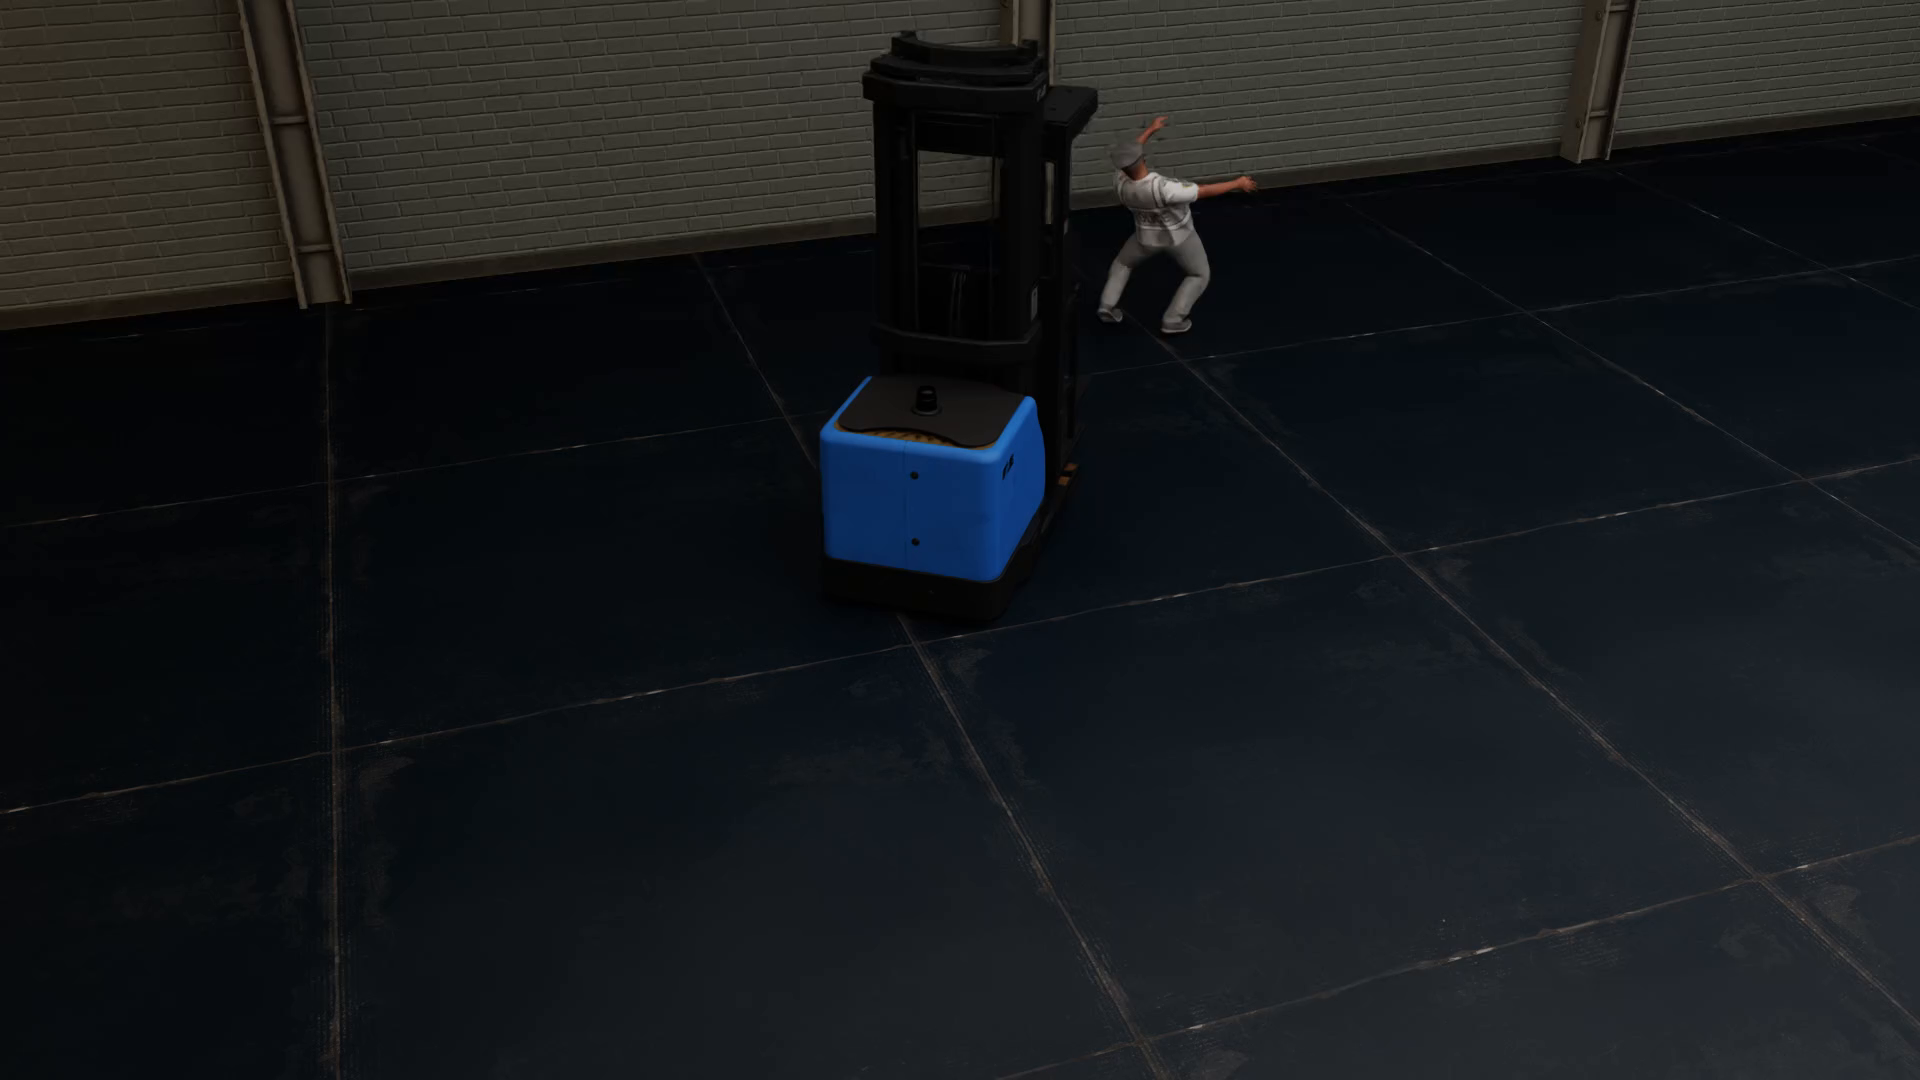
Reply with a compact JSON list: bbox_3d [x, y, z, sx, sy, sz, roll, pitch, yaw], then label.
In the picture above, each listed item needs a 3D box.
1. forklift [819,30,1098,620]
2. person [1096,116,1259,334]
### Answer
[{"bbox_3d":[0.145,-1.554,9.787,1.130,2.935,3.031,9,31,15],"label":"forklift"},{"bbox_3d":[1.620,-2.273,12.397,1.086,1.558,0.759,11,32,19],"label":"person"}]
